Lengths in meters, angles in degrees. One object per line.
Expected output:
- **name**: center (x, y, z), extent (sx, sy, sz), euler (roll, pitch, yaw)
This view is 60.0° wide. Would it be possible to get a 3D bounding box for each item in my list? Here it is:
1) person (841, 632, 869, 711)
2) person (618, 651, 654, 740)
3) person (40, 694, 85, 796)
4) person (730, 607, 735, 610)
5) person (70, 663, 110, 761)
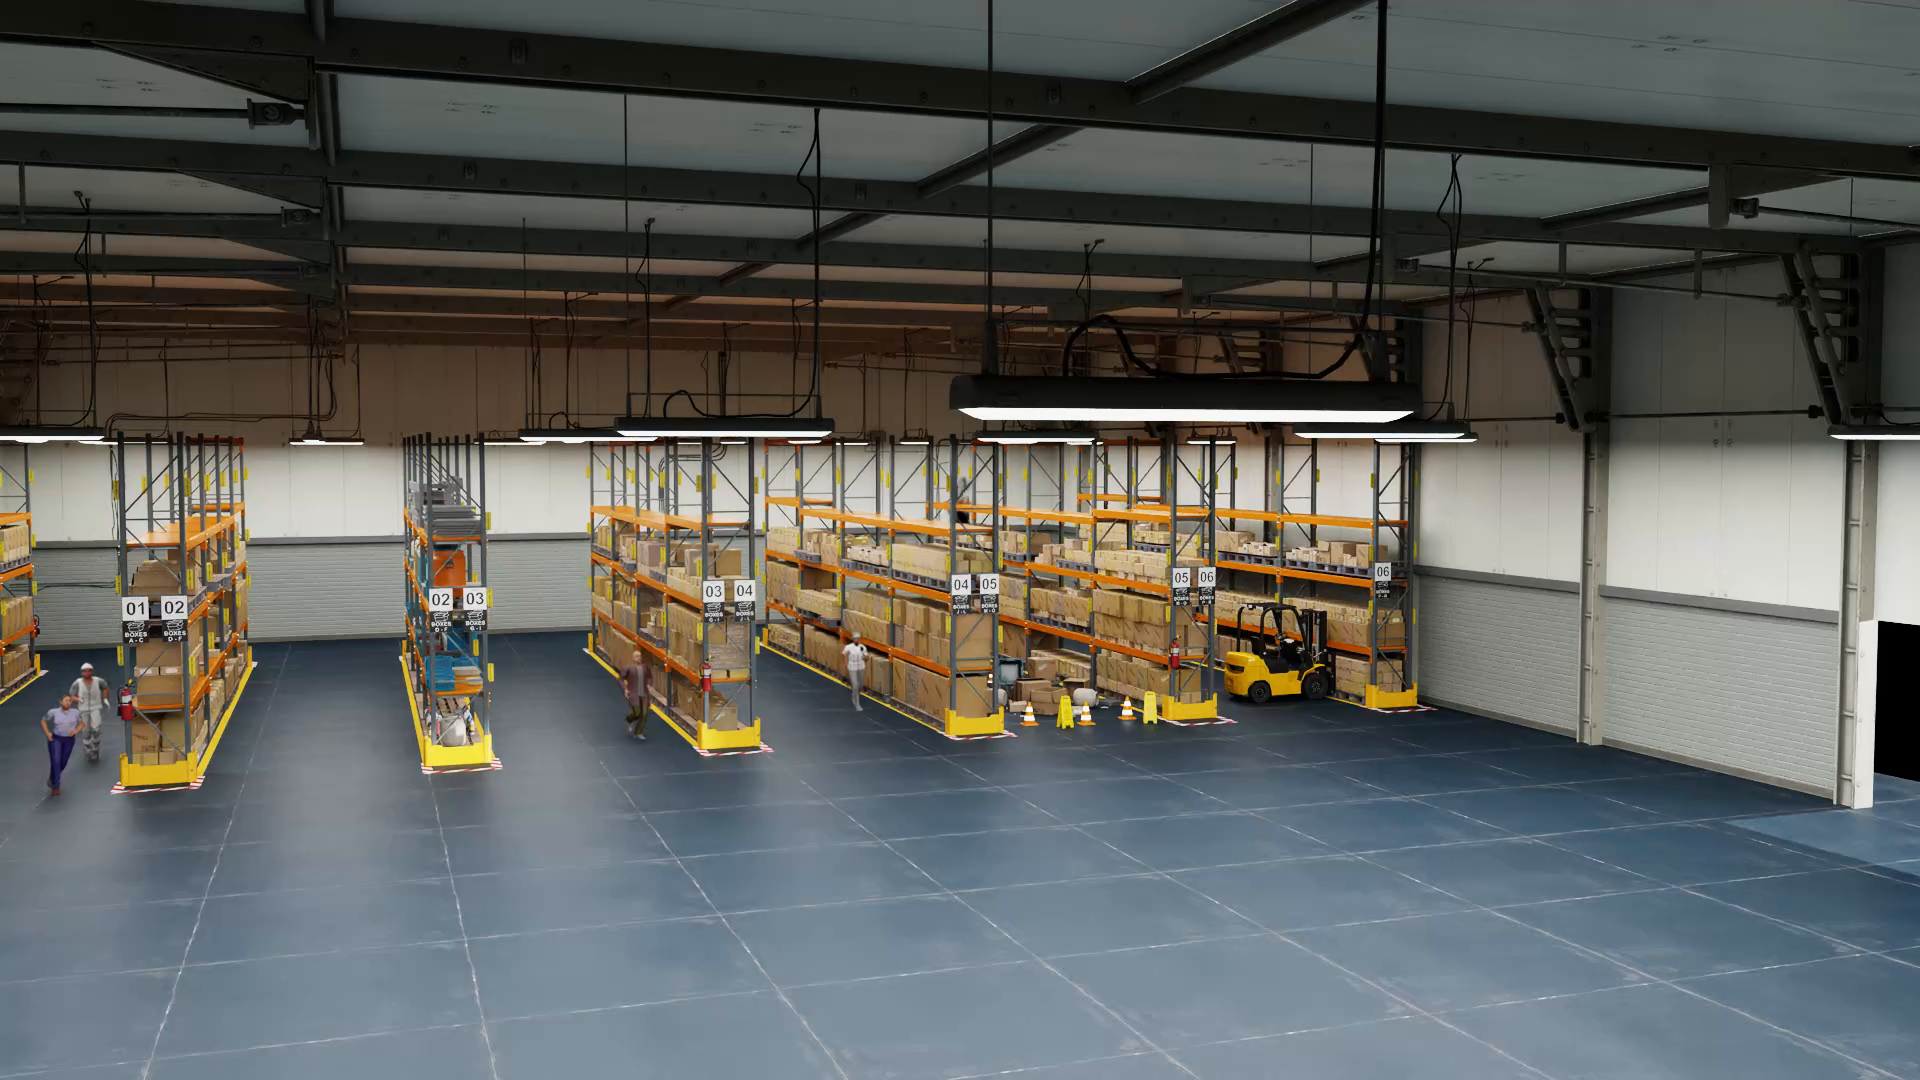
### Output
- **person**: center (-2.269, 2.841, 36.369), extent (0.575, 1.679, 0.921), euler (-1, 3, -23)
- **person**: center (-6.339, 3.049, 32.693), extent (0.710, 1.733, 0.637), euler (-2, 4, -33)
- **person**: center (-14.968, 3.477, 27.795), extent (0.641, 1.431, 0.830), euler (-3, 4, -43)
- **person**: center (-6.581, 2.295, 47.171), extent (0.621, 1.633, 0.710), euler (-1, 3, -14)
- **person**: center (-15.913, 3.144, 30.418), extent (0.643, 1.796, 0.805), euler (-1, 3, -24)
